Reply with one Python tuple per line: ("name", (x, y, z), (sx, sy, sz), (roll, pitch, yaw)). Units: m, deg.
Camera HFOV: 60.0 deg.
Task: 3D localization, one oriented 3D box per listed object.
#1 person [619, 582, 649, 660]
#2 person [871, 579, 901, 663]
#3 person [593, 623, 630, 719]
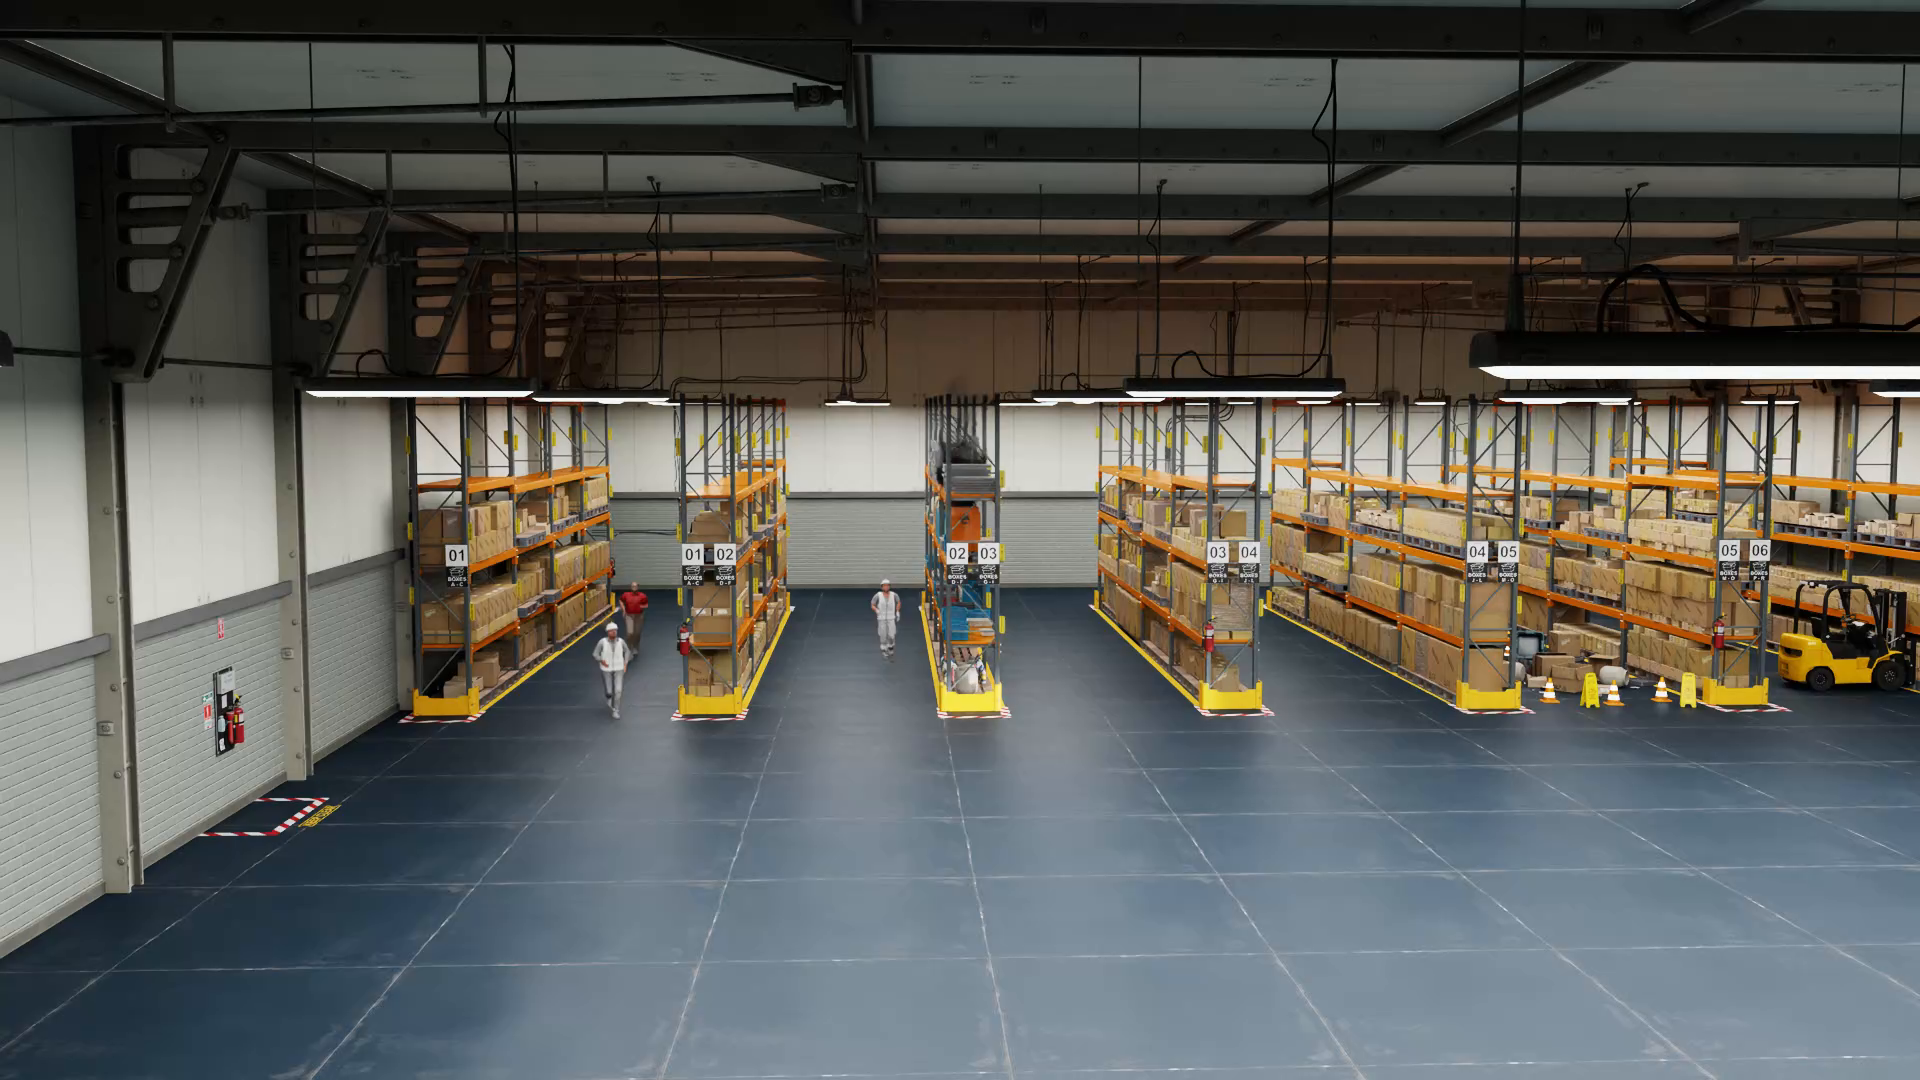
("person", (-7.489, 1.852, 38.278), (0.642, 1.802, 0.817), (-1, 5, -17))
("person", (-1.586, 1.748, 35.673), (0.648, 1.813, 0.642), (0, 5, -5))
("person", (-6.490, 2.415, 31.025), (0.694, 1.757, 0.722), (-2, 5, -18))
